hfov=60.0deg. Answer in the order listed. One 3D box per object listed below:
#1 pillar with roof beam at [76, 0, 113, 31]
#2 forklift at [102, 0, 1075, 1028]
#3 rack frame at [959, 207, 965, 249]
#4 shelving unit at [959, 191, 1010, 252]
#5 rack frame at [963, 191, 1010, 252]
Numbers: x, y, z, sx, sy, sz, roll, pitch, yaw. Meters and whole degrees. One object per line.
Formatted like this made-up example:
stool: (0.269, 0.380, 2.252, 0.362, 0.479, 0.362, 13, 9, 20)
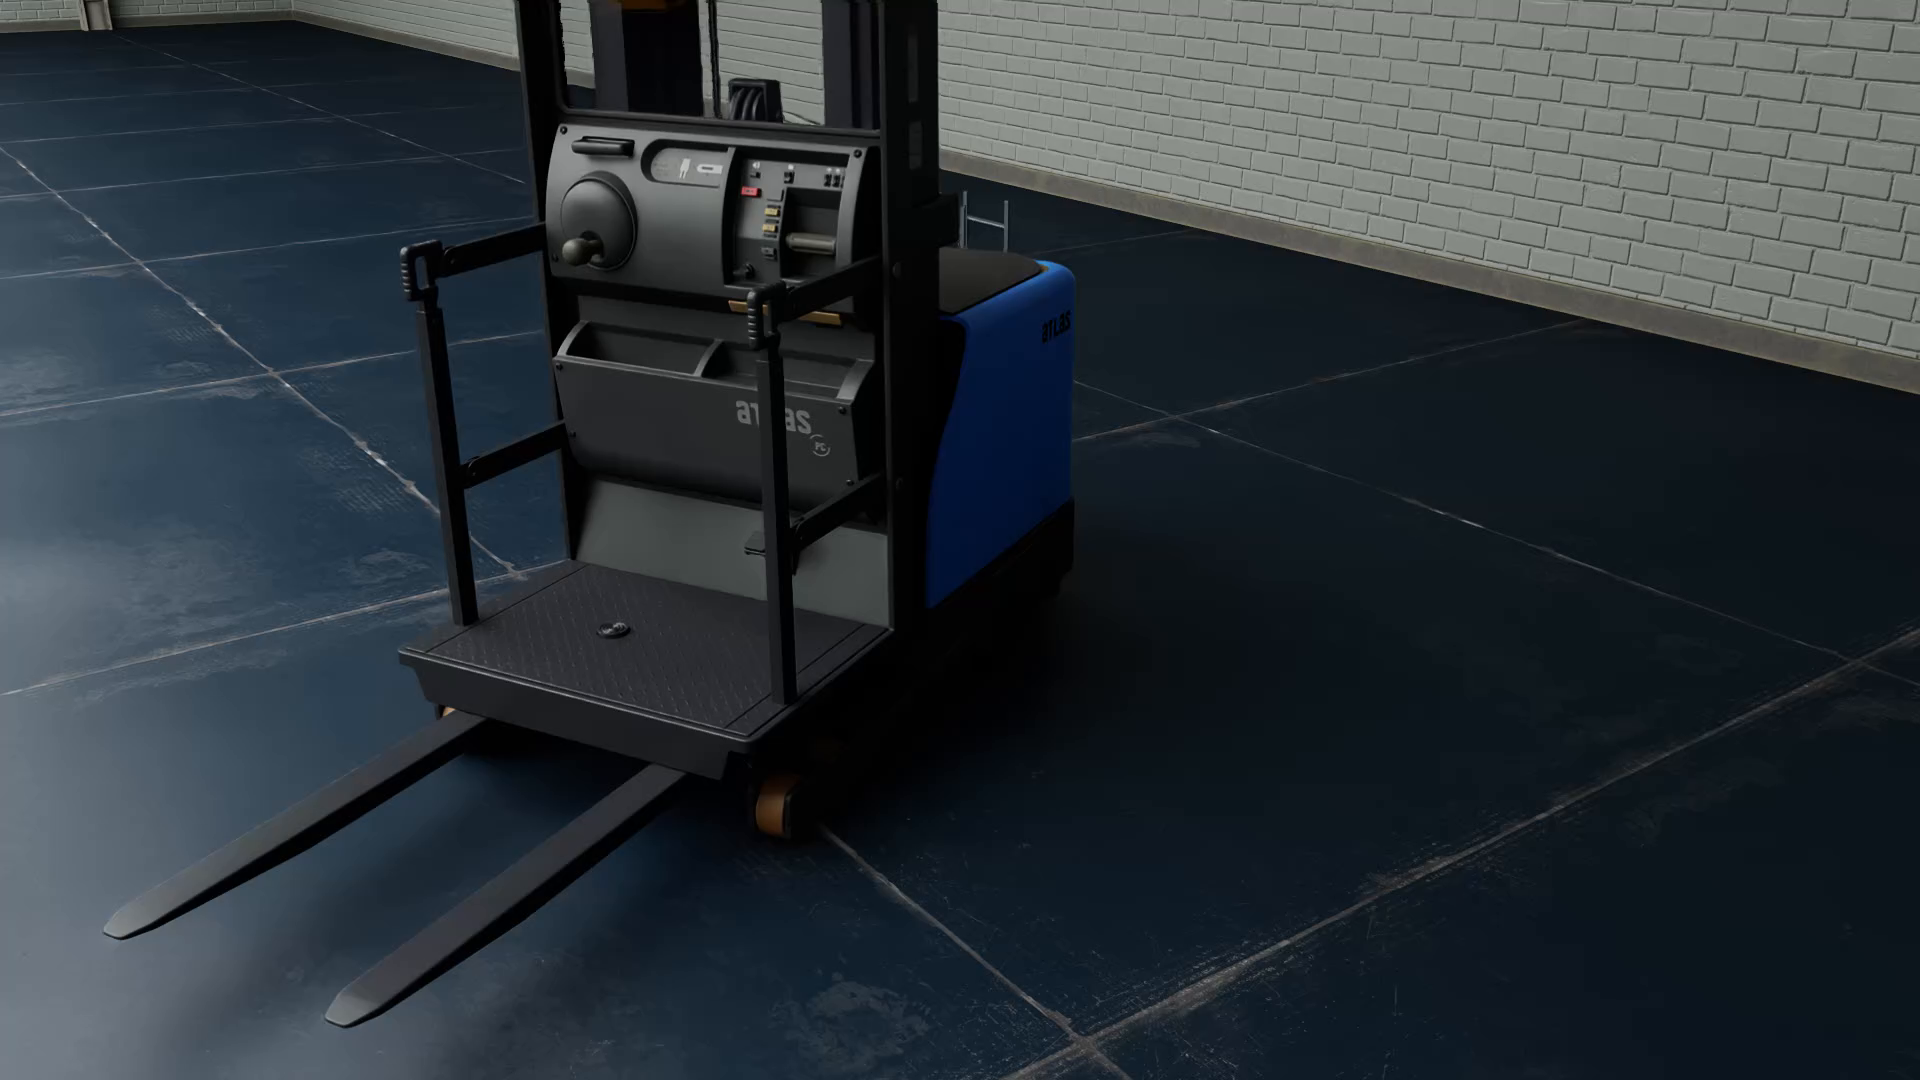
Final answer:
pillar with roof beam: (-10.757, -10.738, 20.663, 0.400, 9.000, 9.100, -15, 26, -33)
forklift: (-0.742, -0.816, 3.987, 1.130, 2.935, 3.031, 11, 24, 25)
rack frame: (-0.059, -0.542, 5.634, 0.006, 1.200, 0.240, -16, 27, -34)
shelving unit: (0.013, -0.562, 5.685, 0.189, 1.200, 0.258, -16, 27, -34)
rack frame: (0.086, -0.583, 5.737, 0.006, 1.200, 0.240, -16, 27, -34)
